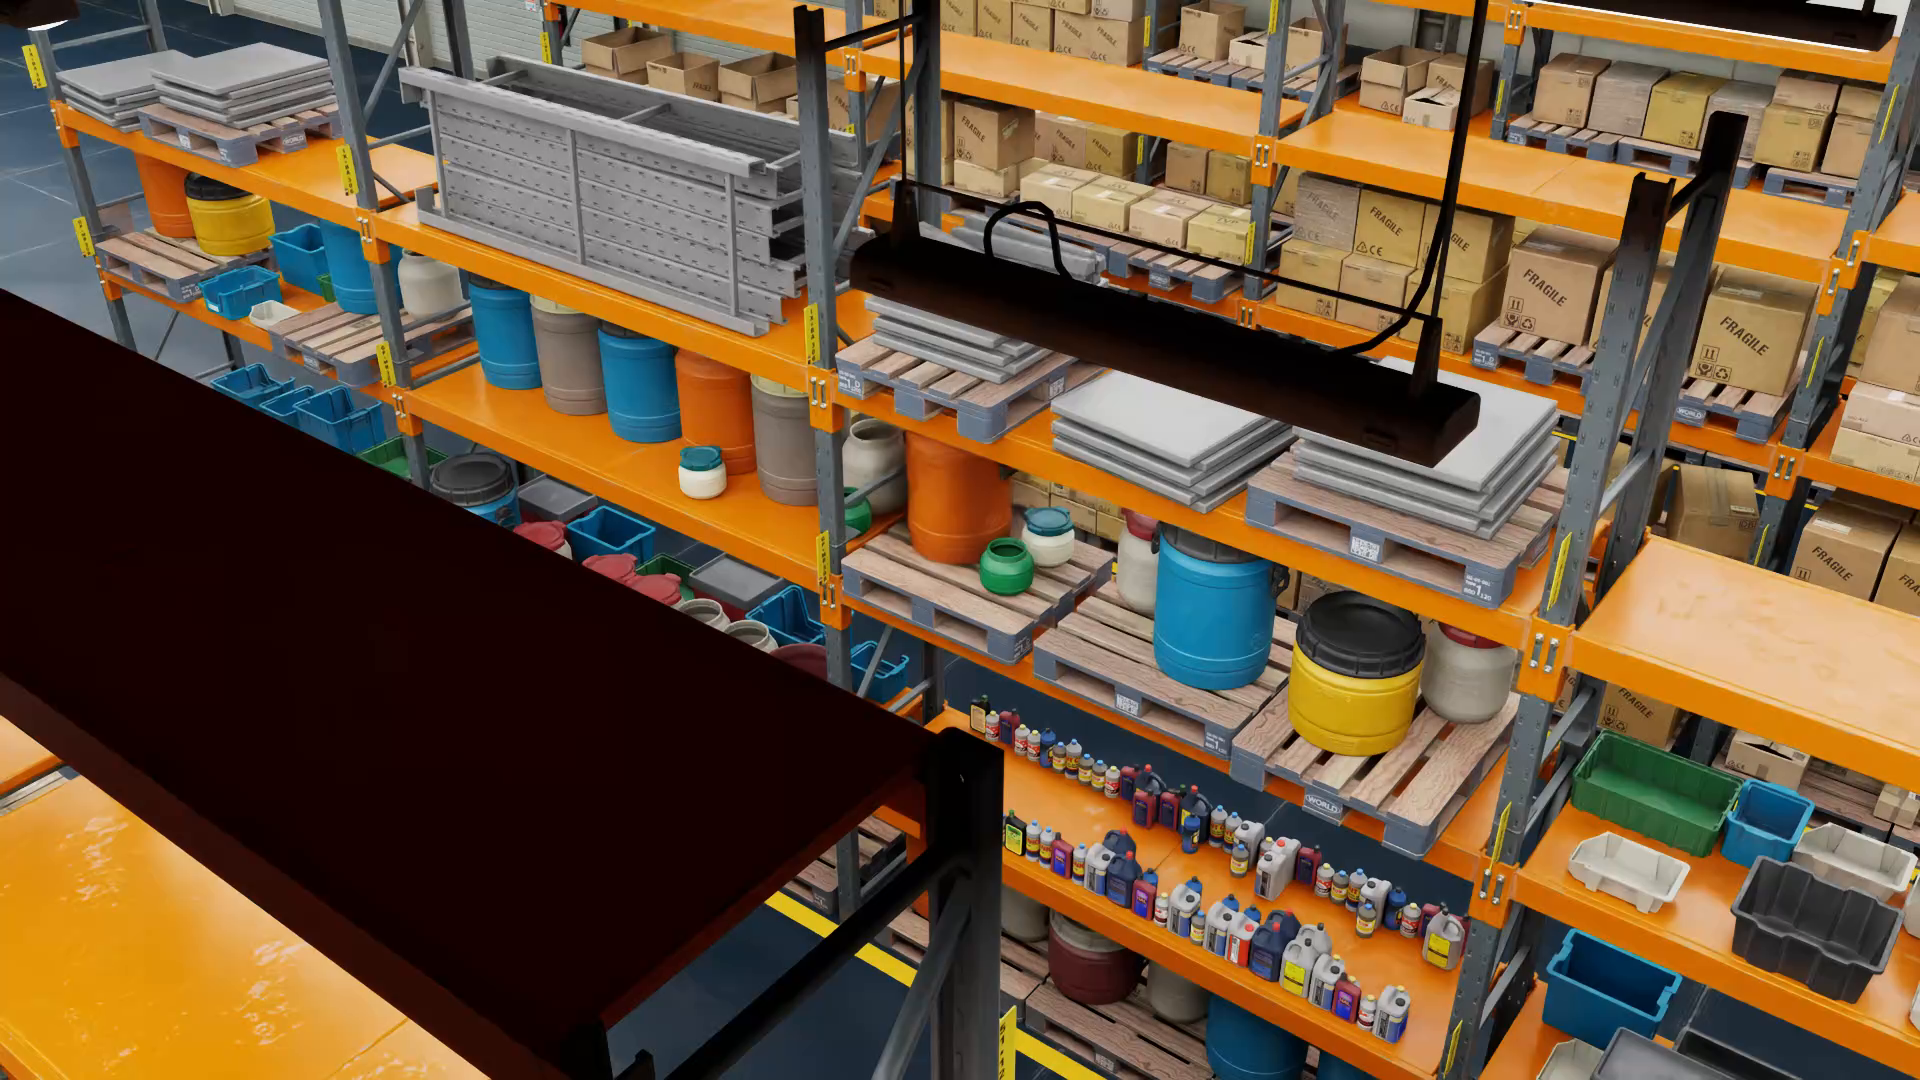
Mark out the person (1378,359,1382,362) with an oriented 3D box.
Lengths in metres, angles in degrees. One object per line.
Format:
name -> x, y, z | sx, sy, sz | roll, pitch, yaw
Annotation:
person -> 4.106, -1.438, 16.104 | 0.847, 1.566, 0.463 | 10, 33, 15
